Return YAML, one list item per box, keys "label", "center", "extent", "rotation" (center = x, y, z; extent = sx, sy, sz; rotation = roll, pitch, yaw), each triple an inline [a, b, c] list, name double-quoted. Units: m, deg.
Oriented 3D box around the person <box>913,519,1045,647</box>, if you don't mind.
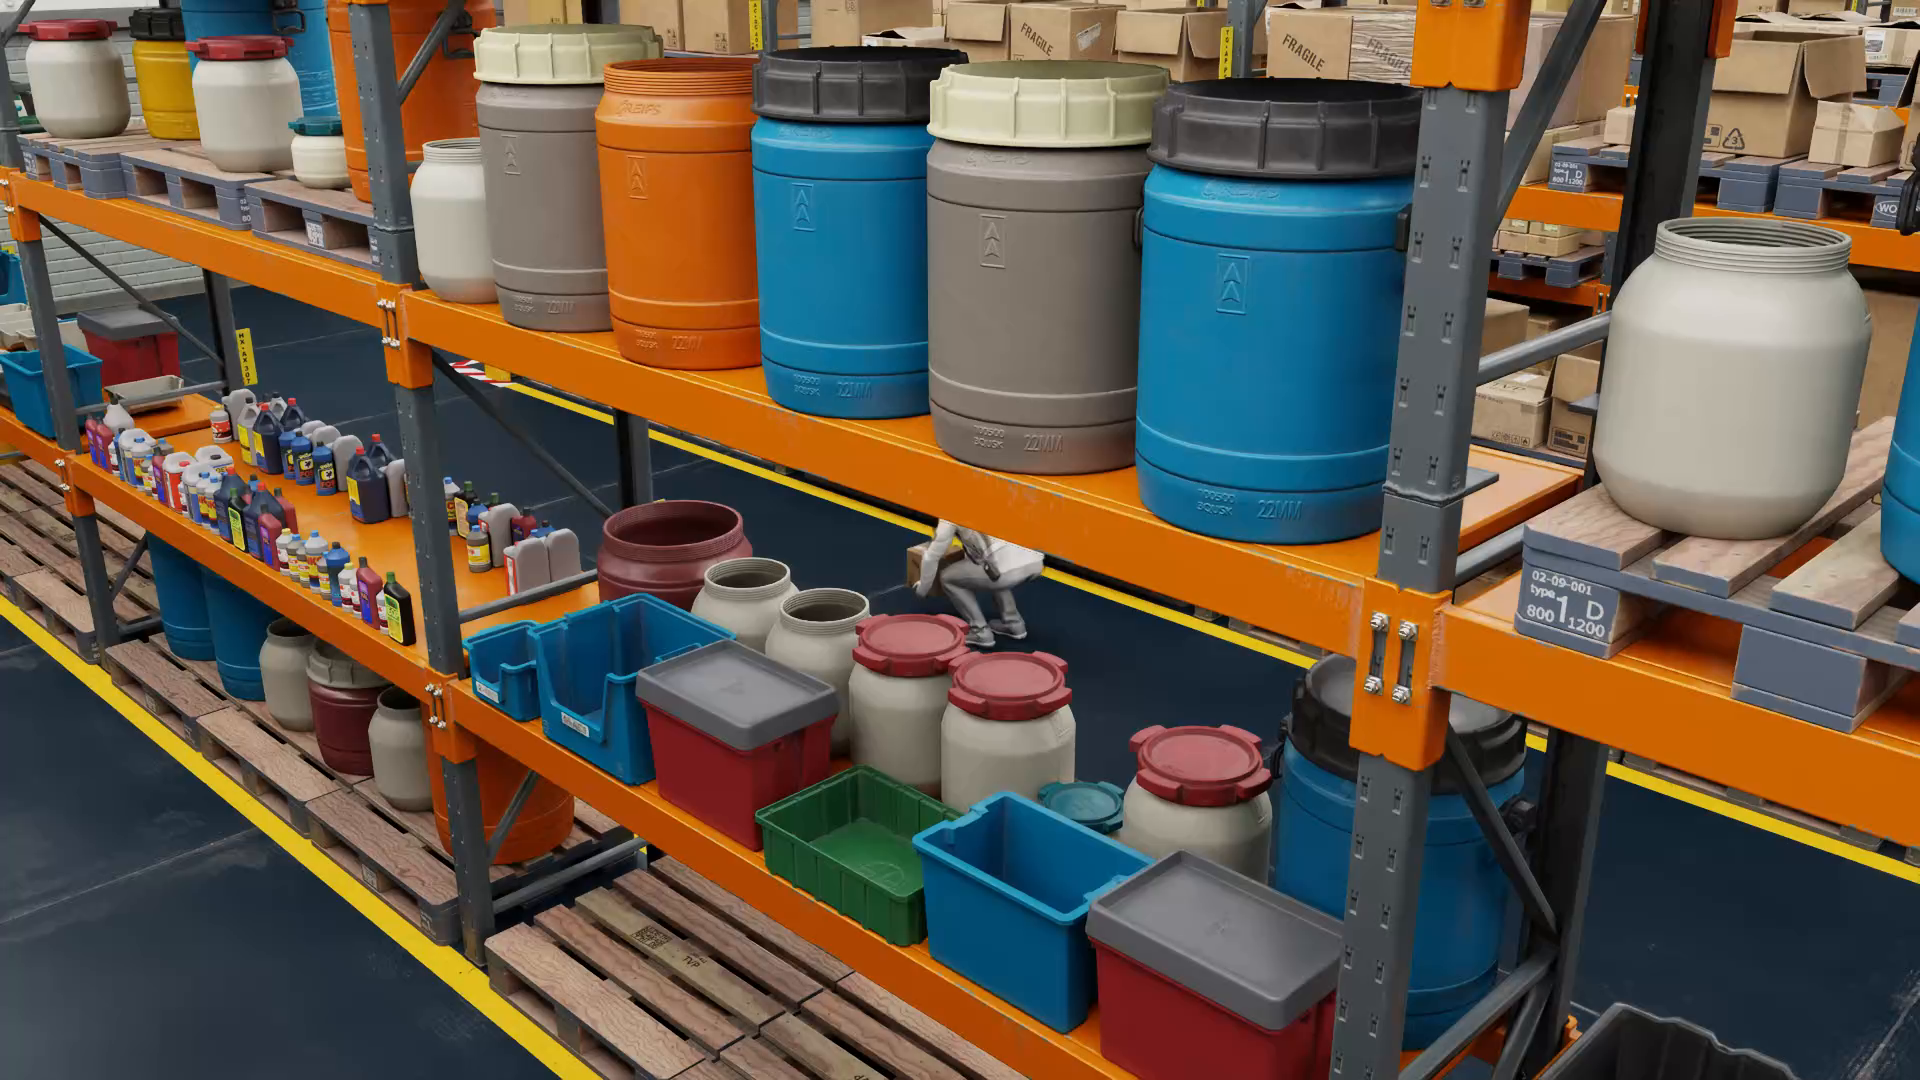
- label: "person"
  center: [0.110, 0.093, 9.754]
  extent: [0.820, 1.020, 0.459]
  rotation: [19, 28, 41]
